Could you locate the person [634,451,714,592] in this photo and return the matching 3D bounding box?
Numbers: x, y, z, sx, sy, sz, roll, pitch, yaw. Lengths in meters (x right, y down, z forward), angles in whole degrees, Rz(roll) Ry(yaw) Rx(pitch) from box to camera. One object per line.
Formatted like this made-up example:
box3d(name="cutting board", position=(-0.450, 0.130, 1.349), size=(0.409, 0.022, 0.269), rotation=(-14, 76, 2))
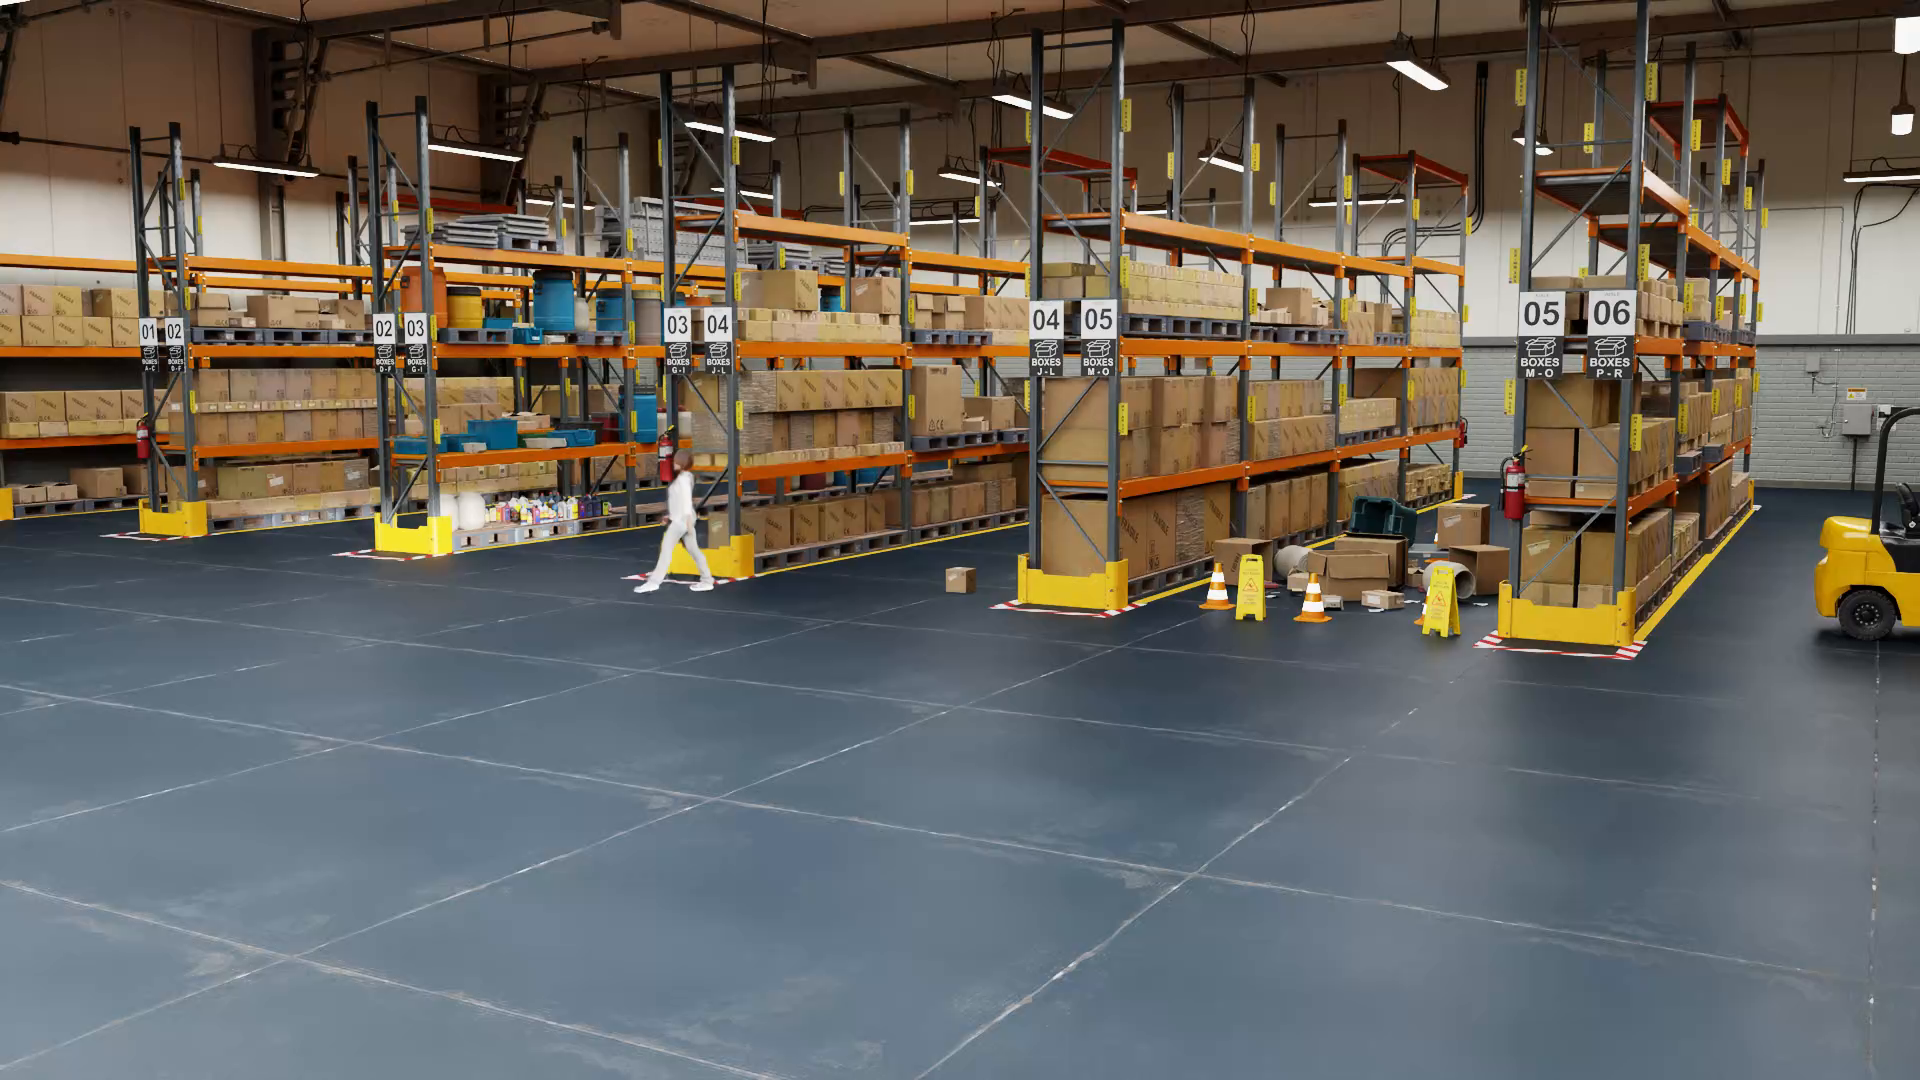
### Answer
box3d(name="person", position=(-3.159, -0.211, 18.390), size=(0.866, 1.557, 0.426), rotation=(0, 6, 1))
